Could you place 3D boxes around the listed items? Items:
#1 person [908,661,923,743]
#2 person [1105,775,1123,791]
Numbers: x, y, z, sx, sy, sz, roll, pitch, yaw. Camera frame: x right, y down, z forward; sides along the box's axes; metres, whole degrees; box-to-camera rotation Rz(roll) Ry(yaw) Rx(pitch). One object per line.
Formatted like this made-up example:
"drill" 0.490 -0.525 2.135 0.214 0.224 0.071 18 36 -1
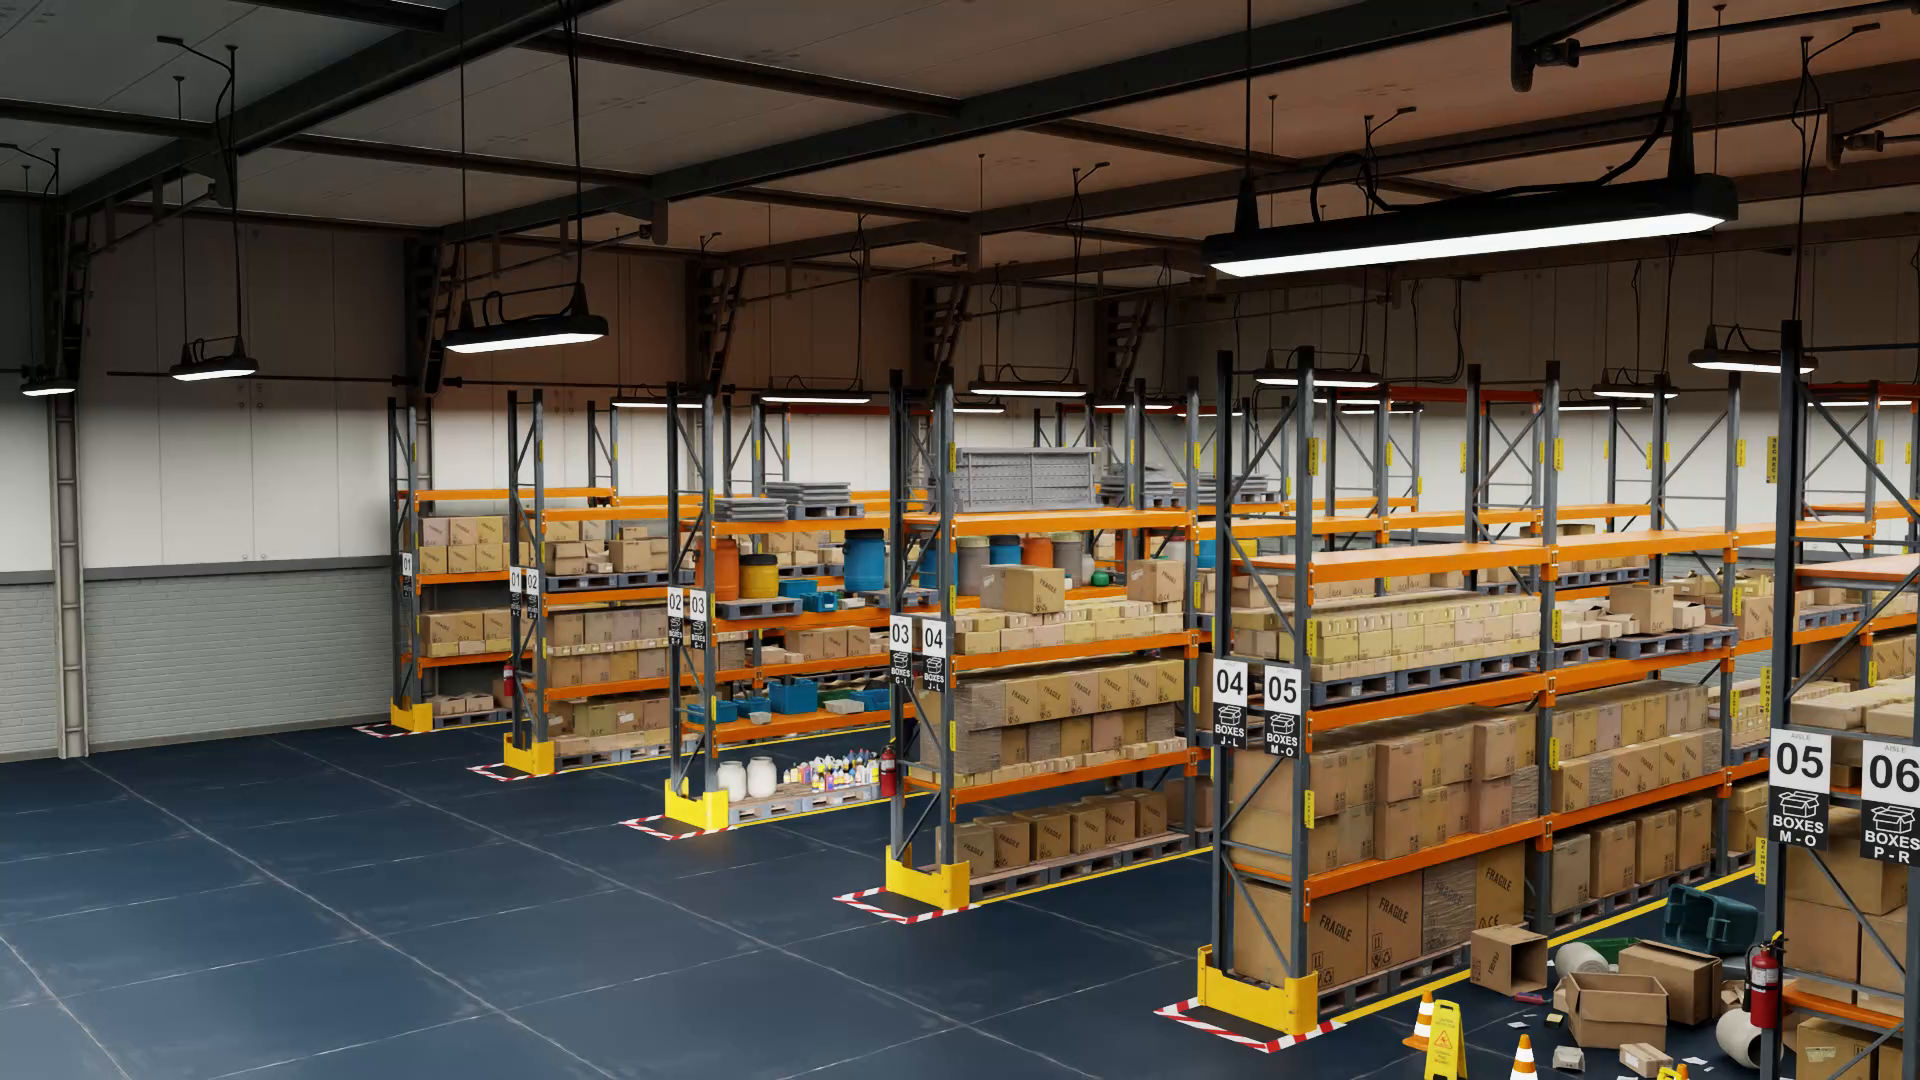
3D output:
"person" -0.700 2.751 27.275 0.940 1.596 0.501 -2 4 -29
"person" 2.358 2.854 24.651 0.577 1.814 0.594 3 4 41
